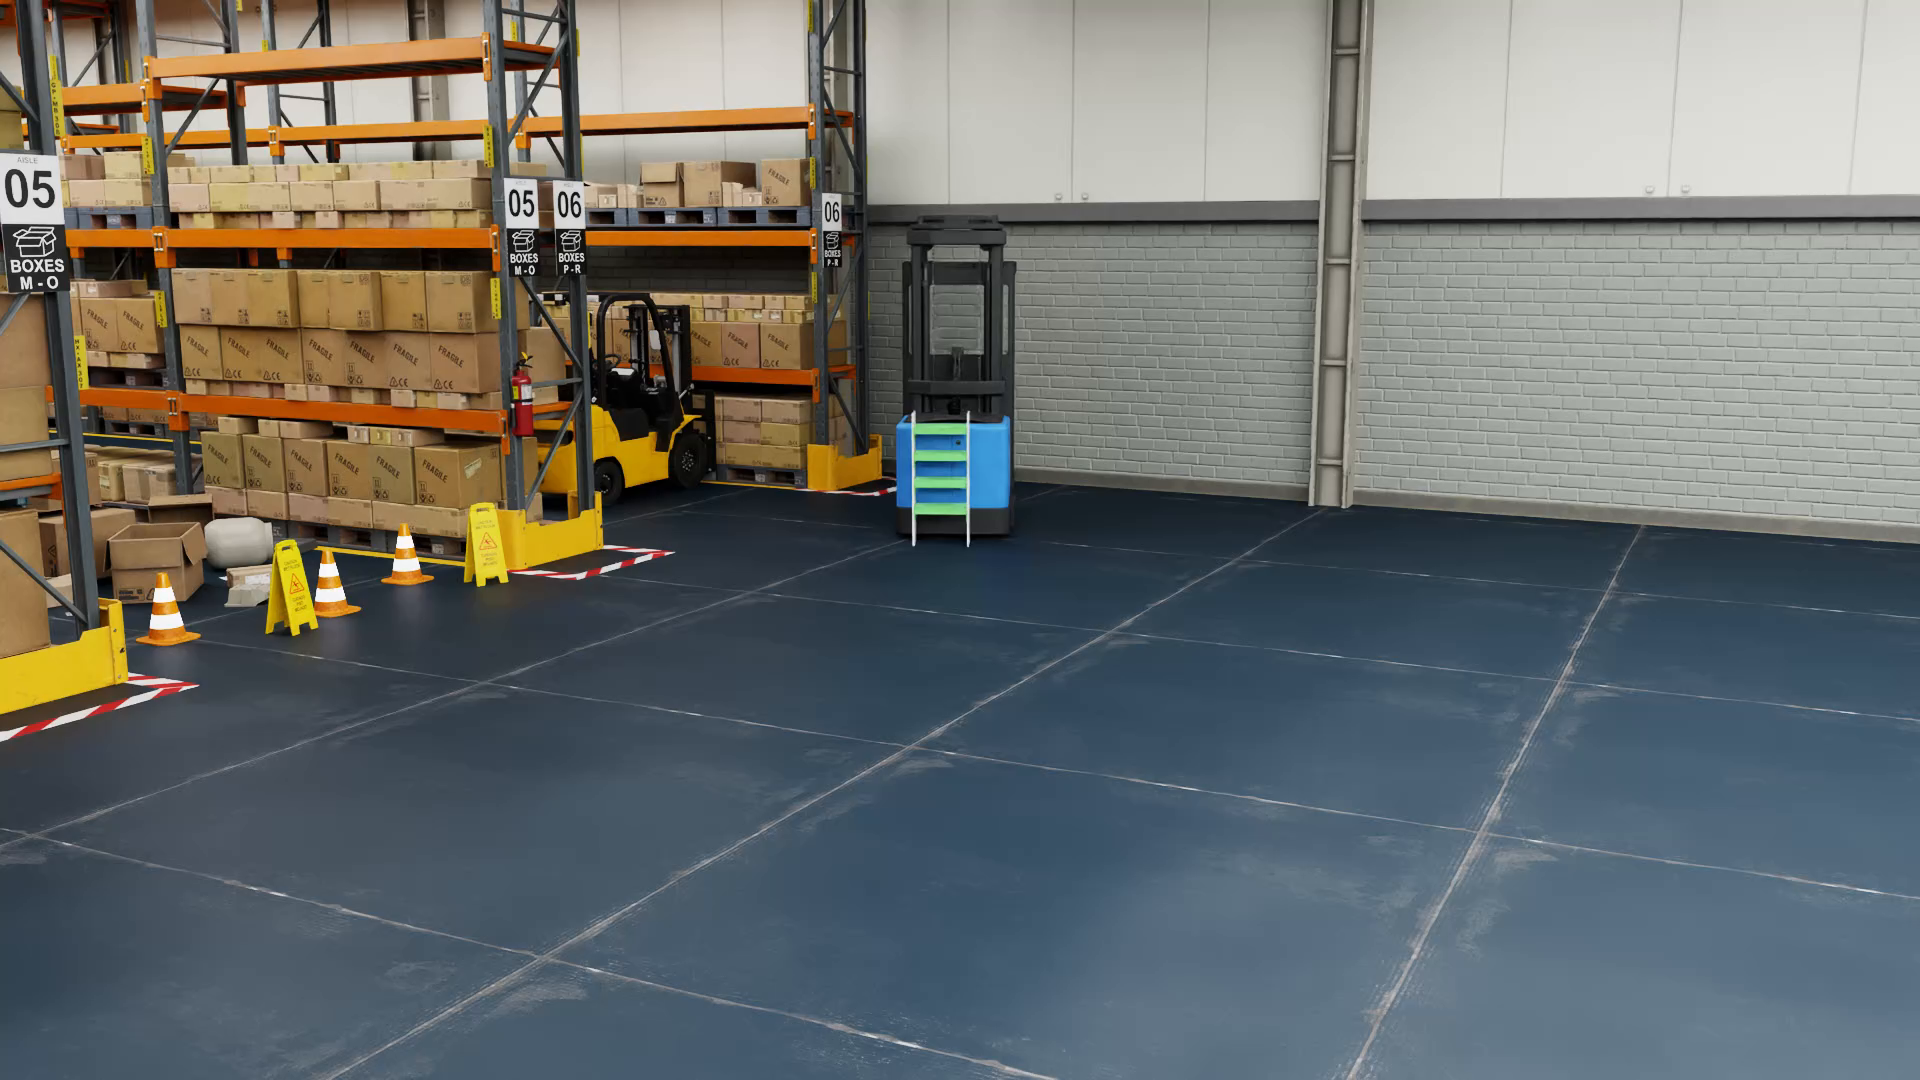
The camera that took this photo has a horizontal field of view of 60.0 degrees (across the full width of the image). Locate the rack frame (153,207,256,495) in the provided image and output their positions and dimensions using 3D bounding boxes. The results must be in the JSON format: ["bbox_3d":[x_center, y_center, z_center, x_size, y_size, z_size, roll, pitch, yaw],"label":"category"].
[{"bbox_3d":[-7.091,-1.637,15.854,0.127,3.000,1.000,5,11,26],"label":"rack frame"}]

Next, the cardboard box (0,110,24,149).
[{"bbox_3d":[-5.922,-2.407,9.810,0.500,0.250,0.500,5,11,26],"label":"cardboard box"}]

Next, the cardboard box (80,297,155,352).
[{"bbox_3d":[-8.052,-2.078,15.995,0.500,0.500,0.500,5,11,26],"label":"cardboard box"}]

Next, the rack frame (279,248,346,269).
[{"bbox_3d":[-8.485,-2.746,21.978,0.127,3.000,1.000,5,11,26],"label":"rack frame"}]

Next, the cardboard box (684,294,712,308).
[{"bbox_3d":[-2.914,-2.709,18.838,0.250,0.149,0.380,5,12,27],"label":"cardboard box"}]

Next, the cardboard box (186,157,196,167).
[{"bbox_3d":[-7.889,-3.640,16.335,0.500,0.250,0.500,5,11,25],"label":"cardboard box"}]

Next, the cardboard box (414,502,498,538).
[{"bbox_3d":[-4.369,-0.198,14.445,0.500,0.250,0.500,5,11,26],"label":"cardboard box"}]

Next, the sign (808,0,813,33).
[{"bbox_3d":[-1.564,-5.480,17.397,0.005,0.325,0.100,5,11,26],"label":"sign"}]

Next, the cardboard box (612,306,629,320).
[{"bbox_3d":[-3.826,-2.643,19.310,0.250,0.149,0.380,5,11,25],"label":"cardboard box"}]

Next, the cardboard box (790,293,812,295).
[{"bbox_3d":[-1.728,-2.721,18.907,0.250,0.149,0.380,5,12,28],"label":"cardboard box"}]

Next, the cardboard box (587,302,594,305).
[{"bbox_3d":[-4.236,-2.848,19.605,0.250,0.149,0.380,5,11,25],"label":"cardboard box"}]

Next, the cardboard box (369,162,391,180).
[{"bbox_3d":[-4.810,-3.139,14.193,0.250,0.149,0.380,5,11,26],"label":"cardboard box"}]

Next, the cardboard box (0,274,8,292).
[{"bbox_3d":[-14.026,-3.621,24.293,0.500,0.500,0.500,5,12,27],"label":"cardboard box"}]

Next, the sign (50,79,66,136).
[{"bbox_3d":[-5.352,-2.557,9.836,0.005,0.325,0.100,5,11,26],"label":"sign"}]

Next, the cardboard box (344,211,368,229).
[{"bbox_3d":[-5.083,-2.763,14.359,0.250,0.149,0.380,5,11,24],"label":"cardboard box"}]

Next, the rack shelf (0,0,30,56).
[{"bbox_3d":[-7.397,-3.082,10.137,4.000,0.370,1.077,5,11,26],"label":"rack shelf"}]

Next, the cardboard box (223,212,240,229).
[{"bbox_3d":[-6.439,-2.895,15.083,0.250,0.149,0.380,5,11,26],"label":"cardboard box"}]

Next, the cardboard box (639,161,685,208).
[{"bbox_3d":[-3.198,-4.043,18.972,0.637,0.503,0.797,5,12,28],"label":"cardboard box"}]

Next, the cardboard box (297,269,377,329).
[{"bbox_3d":[-5.398,-2.141,14.716,0.500,0.500,0.700,5,11,25],"label":"cardboard box"}]

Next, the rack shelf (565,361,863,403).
[{"bbox_3d":[-3.104,-1.919,19.429,4.000,0.370,1.077,5,11,26],"label":"rack shelf"}]

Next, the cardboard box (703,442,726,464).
[{"bbox_3d":[-2.758,-1.037,19.078,0.500,0.250,0.500,5,11,26],"label":"cardboard box"}]

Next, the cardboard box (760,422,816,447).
[{"bbox_3d":[-1.886,-1.203,18.593,0.500,0.250,0.500,5,11,25],"label":"cardboard box"}]

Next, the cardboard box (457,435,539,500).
[{"bbox_3d":[-4.126,-0.654,14.858,0.500,0.500,0.500,5,11,24],"label":"cardboard box"}]

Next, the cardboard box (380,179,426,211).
[{"bbox_3d":[-4.527,-2.910,14.049,0.500,0.250,0.500,5,11,25],"label":"cardboard box"}]

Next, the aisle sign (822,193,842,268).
[{"bbox_3d":[-1.382,-3.342,17.975,0.004,0.787,0.394,5,11,26],"label":"aisle sign"}]

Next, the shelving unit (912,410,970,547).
[{"bbox_3d":[-0.169,-0.548,14.883,0.503,1.200,0.258,0,11,3],"label":"shelving unit"}]

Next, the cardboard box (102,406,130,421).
[{"bbox_3d":[-11.738,-1.963,23.495,0.500,0.500,0.500,6,12,28],"label":"cardboard box"}]

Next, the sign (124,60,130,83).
[{"bbox_3d":[-11.832,-6.639,23.580,0.005,0.325,0.100,5,11,26],"label":"sign"}]

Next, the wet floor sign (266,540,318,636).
[{"bbox_3d":[-4.701,0.321,11.645,0.232,0.644,0.267,3,11,16],"label":"wet floor sign"}]

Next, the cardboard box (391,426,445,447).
[{"bbox_3d":[-4.696,-0.904,14.415,0.250,0.149,0.380,5,12,27],"label":"cardboard box"}]

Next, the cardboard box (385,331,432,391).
[{"bbox_3d":[-4.559,-1.557,14.292,0.500,0.500,0.500,5,11,26],"label":"cardboard box"}]

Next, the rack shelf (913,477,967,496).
[{"bbox_3d":[-0.169,-0.485,14.895,0.480,0.148,0.258,0,11,3],"label":"rack shelf"}]

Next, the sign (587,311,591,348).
[{"bbox_3d":[-3.264,-1.835,14.514,0.005,0.325,0.100,5,11,26],"label":"sign"}]

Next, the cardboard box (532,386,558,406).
[{"bbox_3d":[-3.717,-1.258,14.466,0.250,0.149,0.380,5,11,26],"label":"cardboard box"}]

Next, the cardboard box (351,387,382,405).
[{"bbox_3d":[-5.112,-1.283,14.604,0.250,0.149,0.380,5,11,25],"label":"cardboard box"}]

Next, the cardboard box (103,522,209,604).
[{"bbox_3d":[-6.199,0.172,12.866,0.637,0.503,0.797,-2,11,-14],"label":"cardboard box"}]

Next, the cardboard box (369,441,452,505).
[{"bbox_3d":[-4.807,-0.607,14.596,0.500,0.500,0.500,6,12,28],"label":"cardboard box"}]

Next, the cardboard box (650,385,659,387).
[{"bbox_3d":[-3.910,-1.731,20.104,0.500,0.250,0.500,5,11,25],"label":"cardboard box"}]

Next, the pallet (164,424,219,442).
[{"bbox_3d":[-10.228,-1.535,23.117,1.213,0.211,1.003,5,11,26],"label":"pallet"}]

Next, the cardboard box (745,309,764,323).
[{"bbox_3d":[-2.194,-2.512,18.584,0.250,0.149,0.380,5,12,27],"label":"cardboard box"}]

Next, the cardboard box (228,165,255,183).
[{"bbox_3d":[-6.250,-3.242,14.765,0.250,0.149,0.380,5,11,25],"label":"cardboard box"}]

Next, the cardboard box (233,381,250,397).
[{"bbox_3d":[-6.449,-1.410,15.303,0.250,0.149,0.380,5,11,26],"label":"cardboard box"}]

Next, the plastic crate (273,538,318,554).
[{"bbox_3d":[-6.046,0.054,14.707,0.583,0.080,0.402,1,10,6],"label":"plastic crate"}]

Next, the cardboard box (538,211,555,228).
[{"bbox_3d":[-3.657,-2.752,14.299,0.250,0.149,0.380,5,11,26],"label":"cardboard box"}]

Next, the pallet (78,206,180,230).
[{"bbox_3d":[-7.597,-3.087,15.967,1.003,0.211,1.213,5,11,26],"label":"pallet"}]

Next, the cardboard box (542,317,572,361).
[{"bbox_3d":[-4.615,-2.403,19.803,0.500,0.500,0.500,5,11,24],"label":"cardboard box"}]

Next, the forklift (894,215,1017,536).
[{"bbox_3d":[-0.001,-1.694,16.361,1.130,2.935,3.031,0,10,3],"label":"forklift"}]

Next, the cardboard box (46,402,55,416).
[{"bbox_3d":[-13.022,-1.947,24.064,0.258,0.266,0.396,5,12,28],"label":"cardboard box"}]

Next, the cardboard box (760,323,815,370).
[{"bbox_3d":[-1.868,-2.161,18.468,0.500,0.500,0.500,5,11,25],"label":"cardboard box"}]

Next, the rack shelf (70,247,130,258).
[{"bbox_3d":[-13.866,-4.340,24.387,4.000,0.370,1.077,5,11,26],"label":"rack shelf"}]

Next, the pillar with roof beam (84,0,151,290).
[{"bbox_3d":[-14.203,-5.524,20.484,0.548,9.000,9.100,5,11,26],"label":"pillar with roof beam"}]

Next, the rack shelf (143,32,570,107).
[{"bbox_3d":[-5.297,-4.076,14.513,4.000,0.370,1.077,5,11,26],"label":"rack shelf"}]

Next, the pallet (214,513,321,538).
[{"bbox_3d":[-6.473,-0.218,15.841,1.213,0.211,1.003,5,11,26],"label":"pallet"}]

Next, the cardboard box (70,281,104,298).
[{"bbox_3d":[-8.485,-2.429,16.113,0.250,0.149,0.380,4,11,23],"label":"cardboard box"}]
